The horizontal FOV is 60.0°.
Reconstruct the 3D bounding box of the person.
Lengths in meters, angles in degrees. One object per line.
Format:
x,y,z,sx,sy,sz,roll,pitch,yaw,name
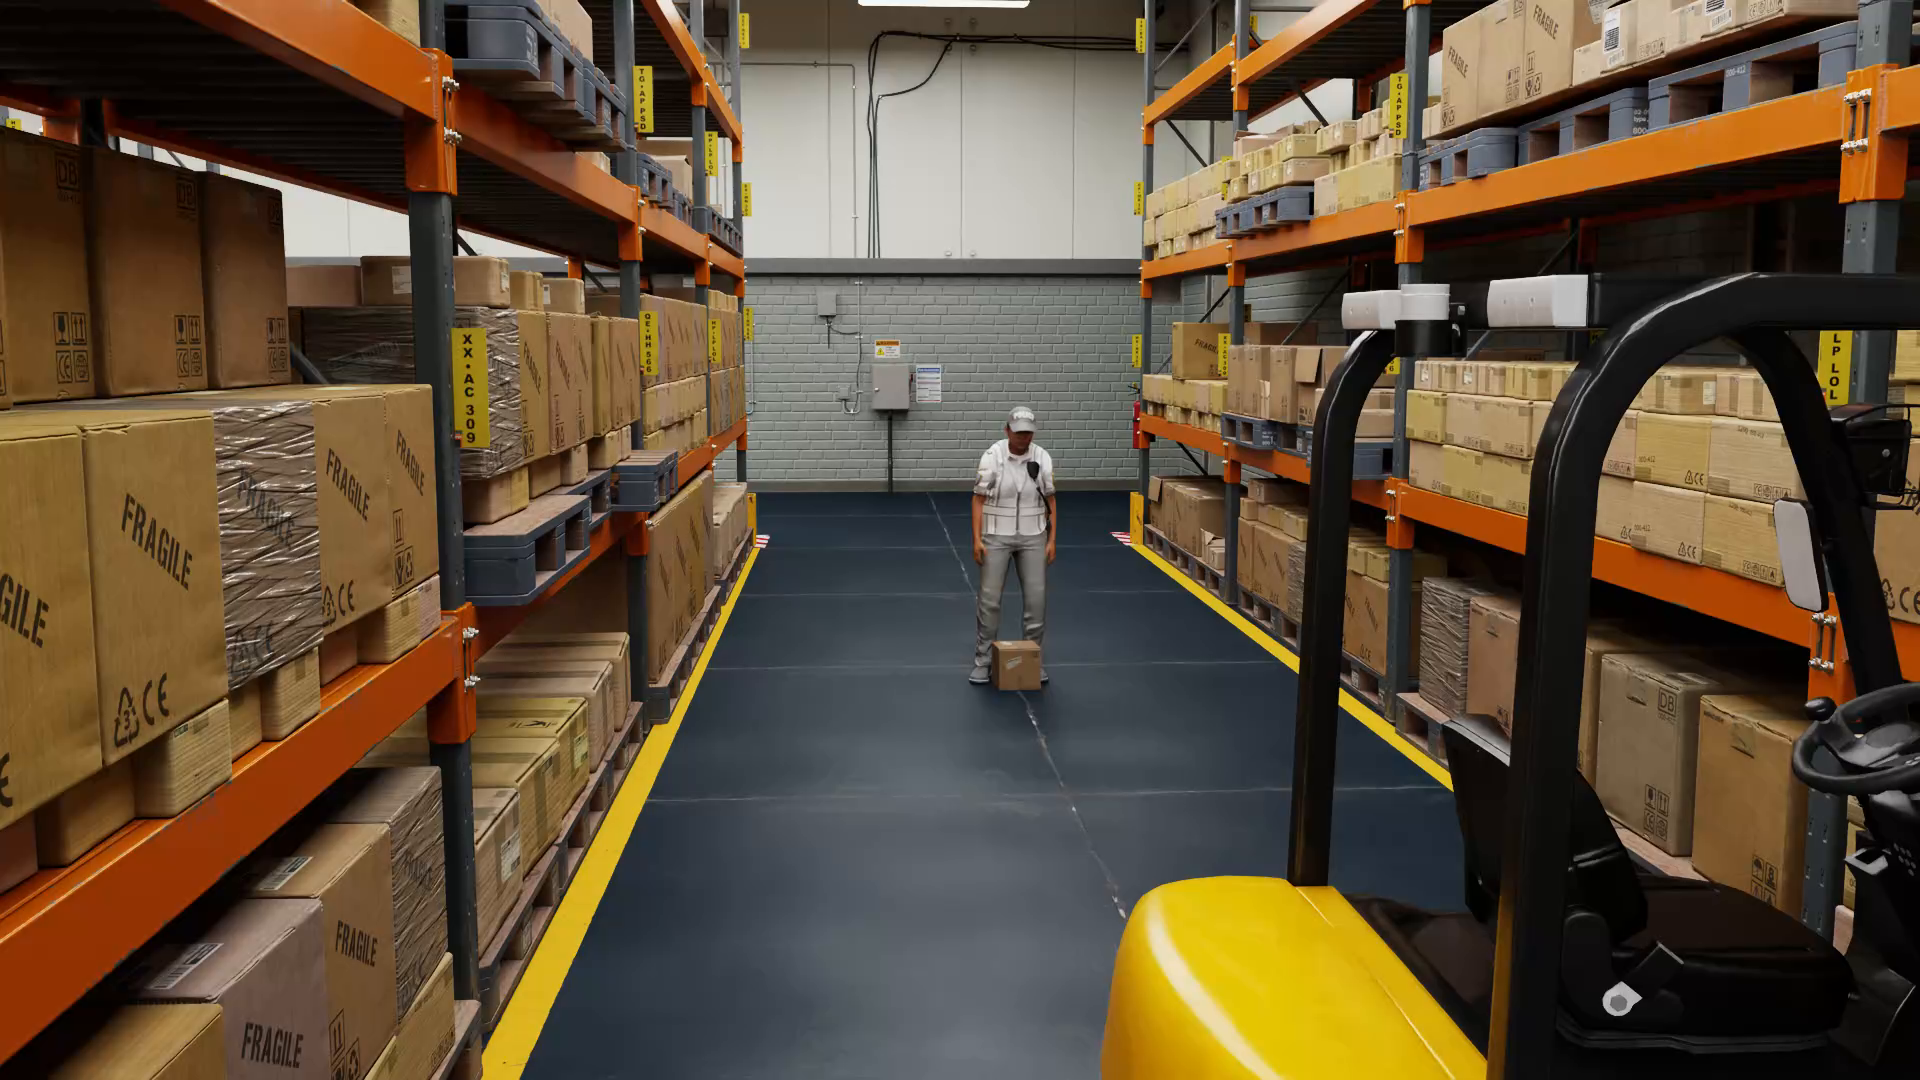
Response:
0.321,0.022,10.049,0.553,1.665,0.457,-1,7,-7,person
